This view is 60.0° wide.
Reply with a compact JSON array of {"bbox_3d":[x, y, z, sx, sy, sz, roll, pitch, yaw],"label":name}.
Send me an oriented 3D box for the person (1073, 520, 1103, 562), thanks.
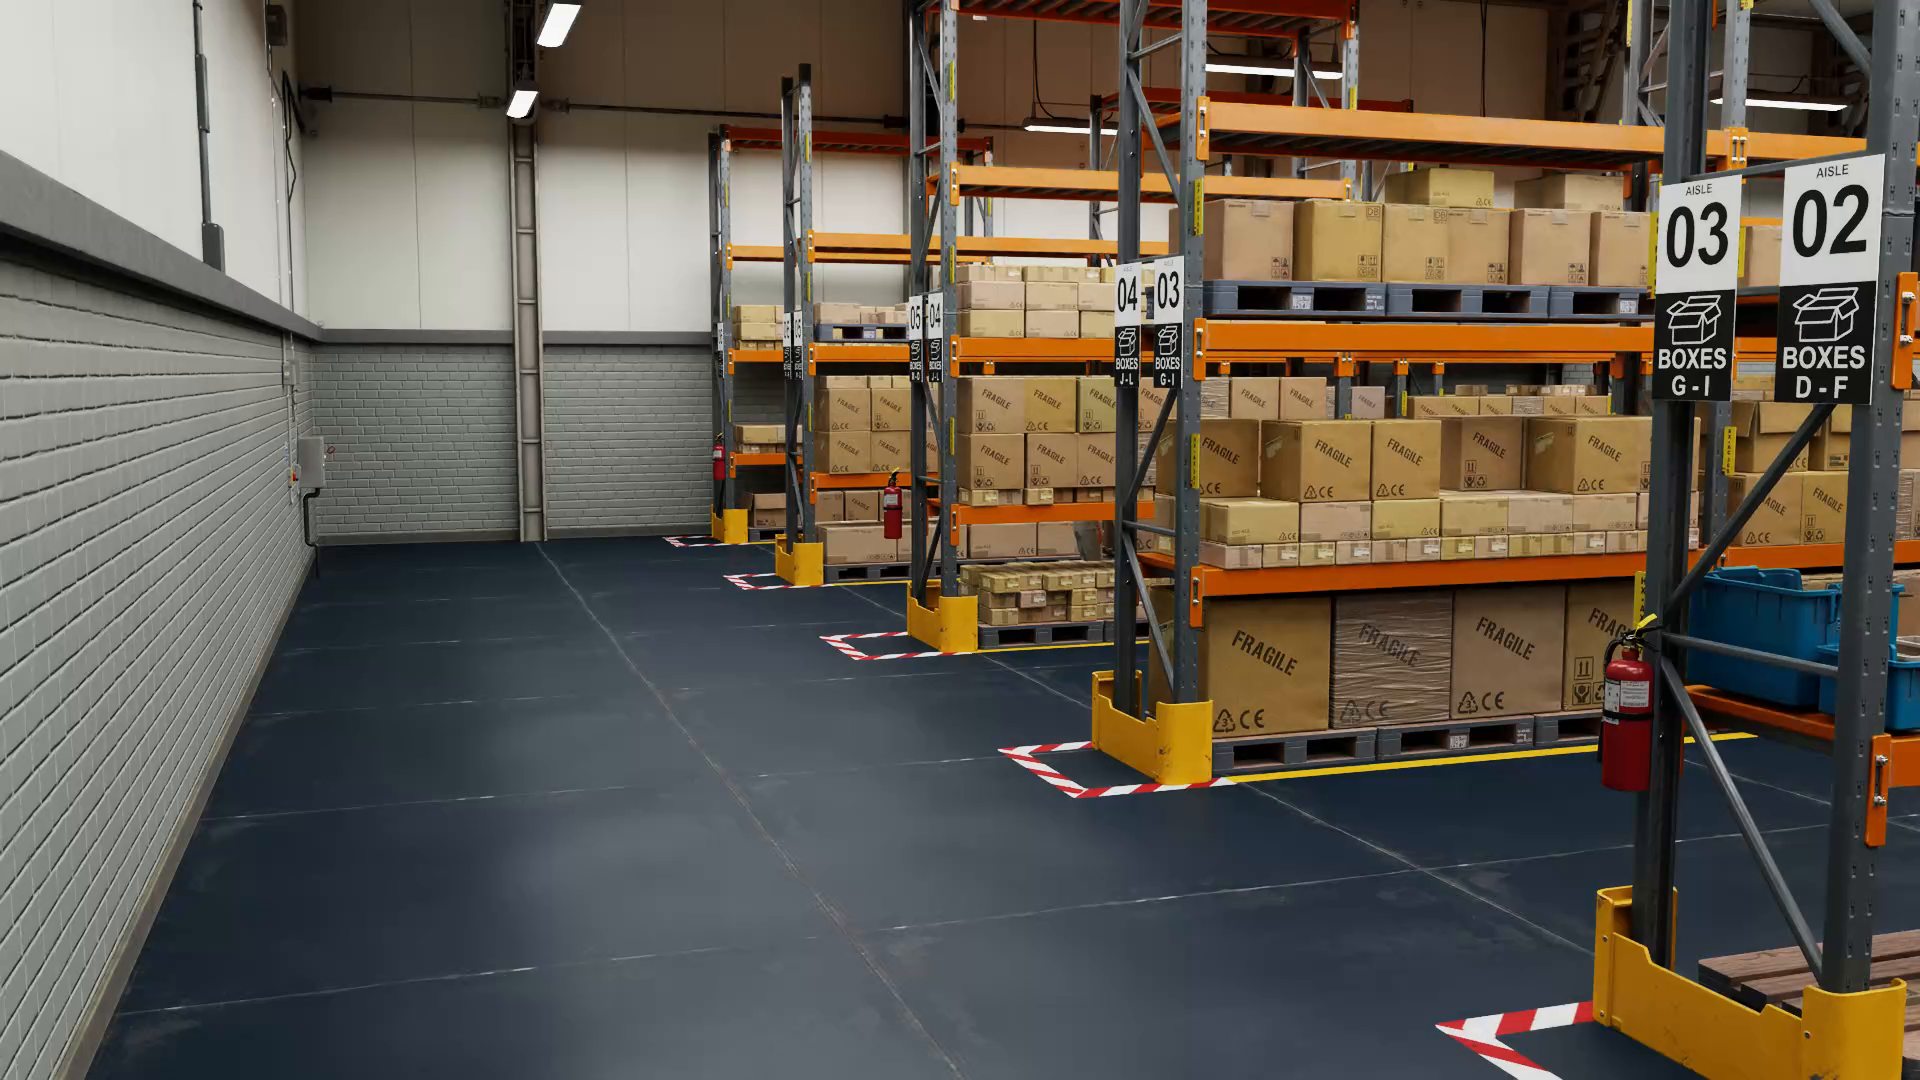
[{"bbox_3d":[1.371,-0.094,17.462,0.361,1.671,0.509,-2,6,-16],"label":"person"}]
